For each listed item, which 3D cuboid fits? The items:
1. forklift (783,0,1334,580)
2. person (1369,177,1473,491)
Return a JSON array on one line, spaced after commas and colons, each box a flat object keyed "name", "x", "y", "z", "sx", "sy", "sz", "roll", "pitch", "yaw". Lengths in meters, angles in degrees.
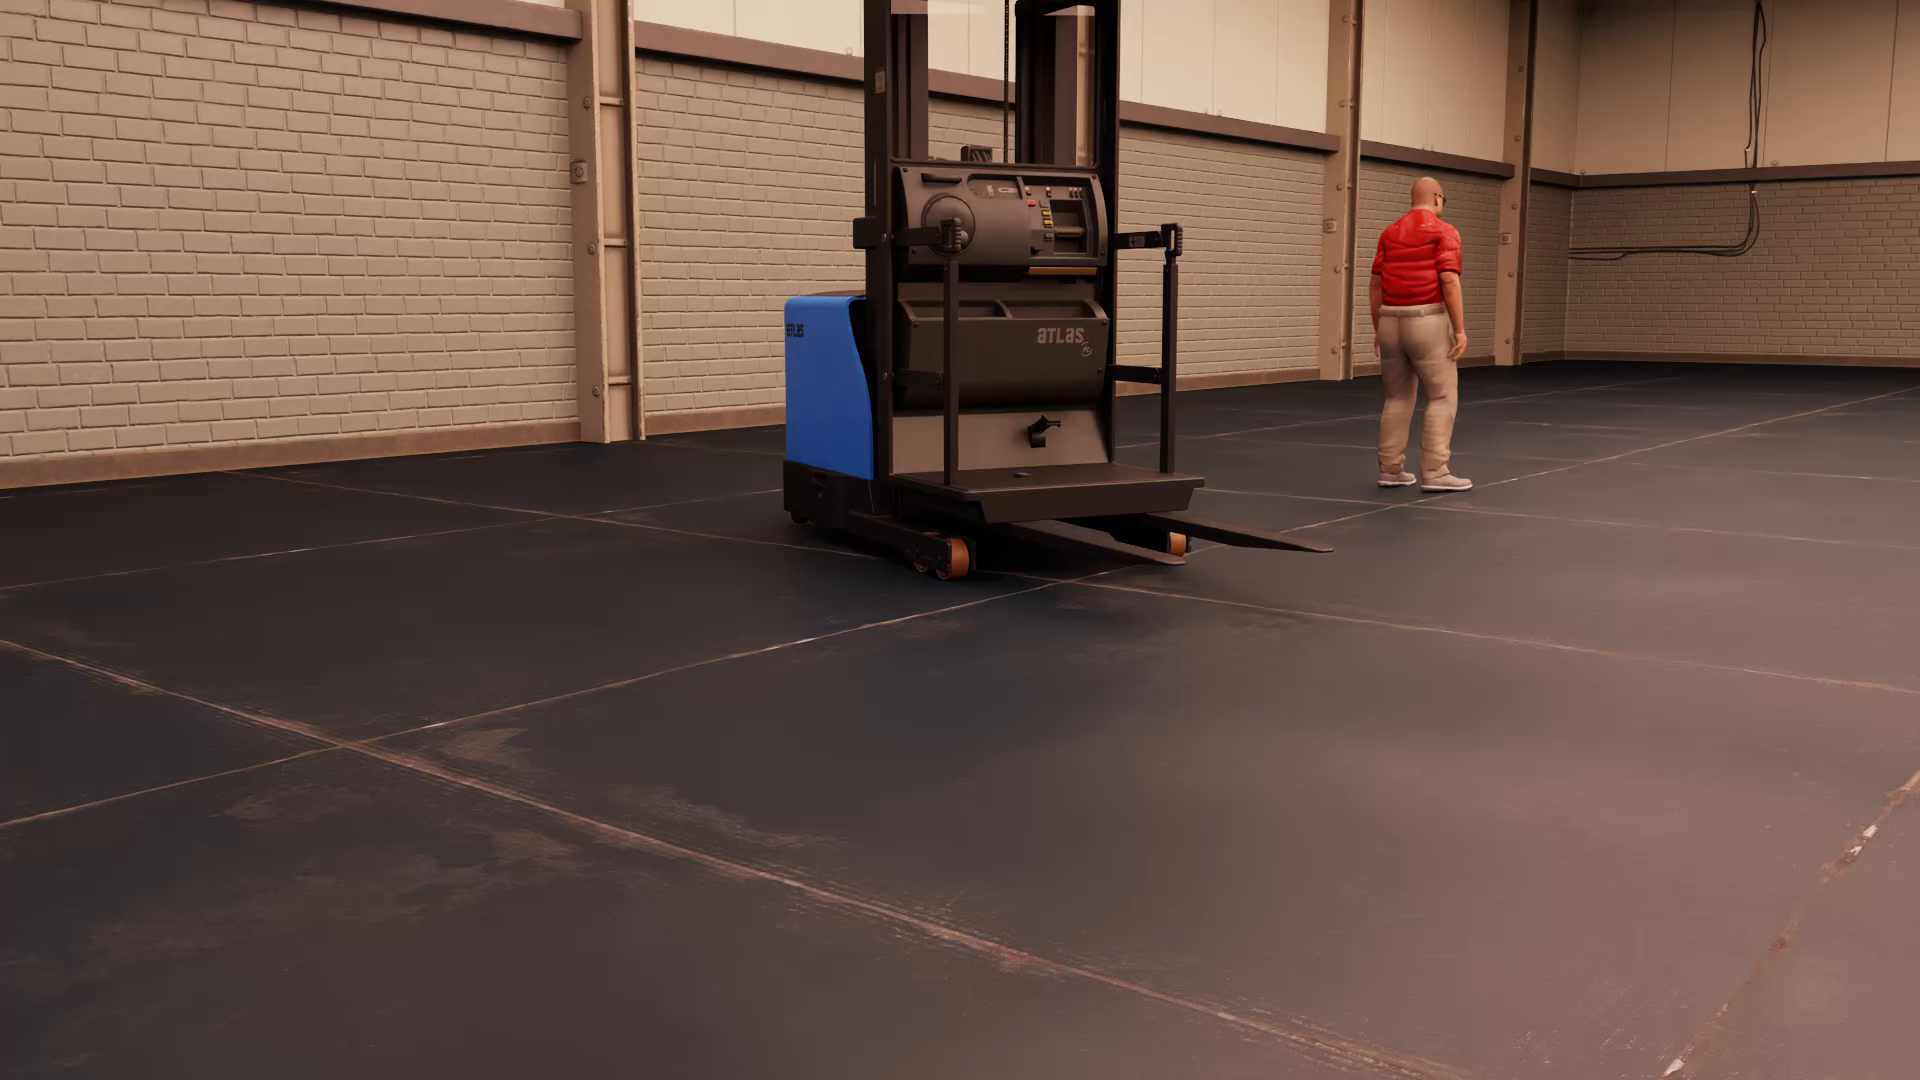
[{"name": "forklift", "x": 0.284, "y": -1.370, "z": 6.643, "sx": 1.130, "sy": 2.935, "sz": 3.031, "roll": -4, "pitch": 9, "yaw": -27}, {"name": "person", "x": 2.562, "y": -1.148, "z": 9.286, "sx": 0.398, "sy": 1.725, "sz": 0.589, "roll": -7, "pitch": 11, "yaw": -39}]
